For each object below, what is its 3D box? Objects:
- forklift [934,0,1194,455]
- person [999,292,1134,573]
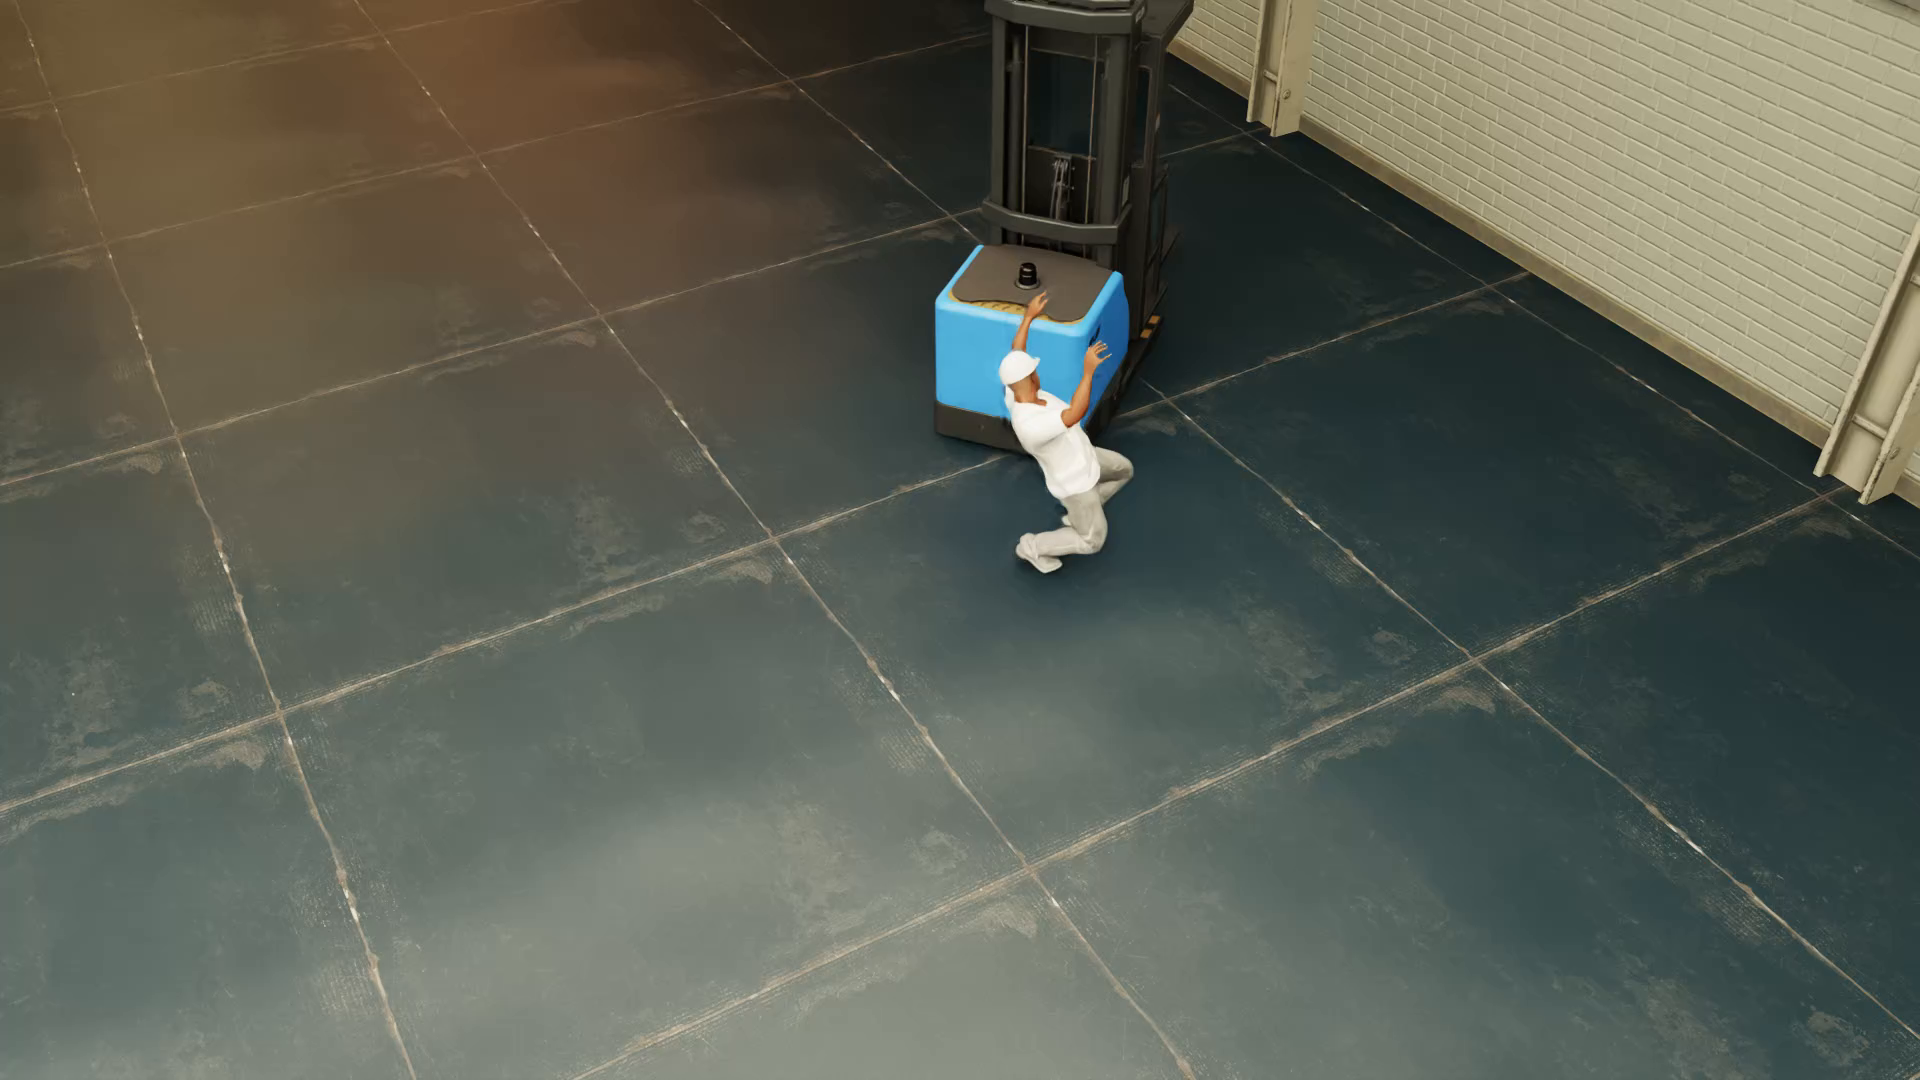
[{"bbox_3d":[0.840,-2.573,11.139,1.130,2.935,3.031,14,42,16],"label":"forklift"},{"bbox_3d":[0.635,-0.632,9.826,0.832,1.663,1.137,1,40,1],"label":"person"}]
